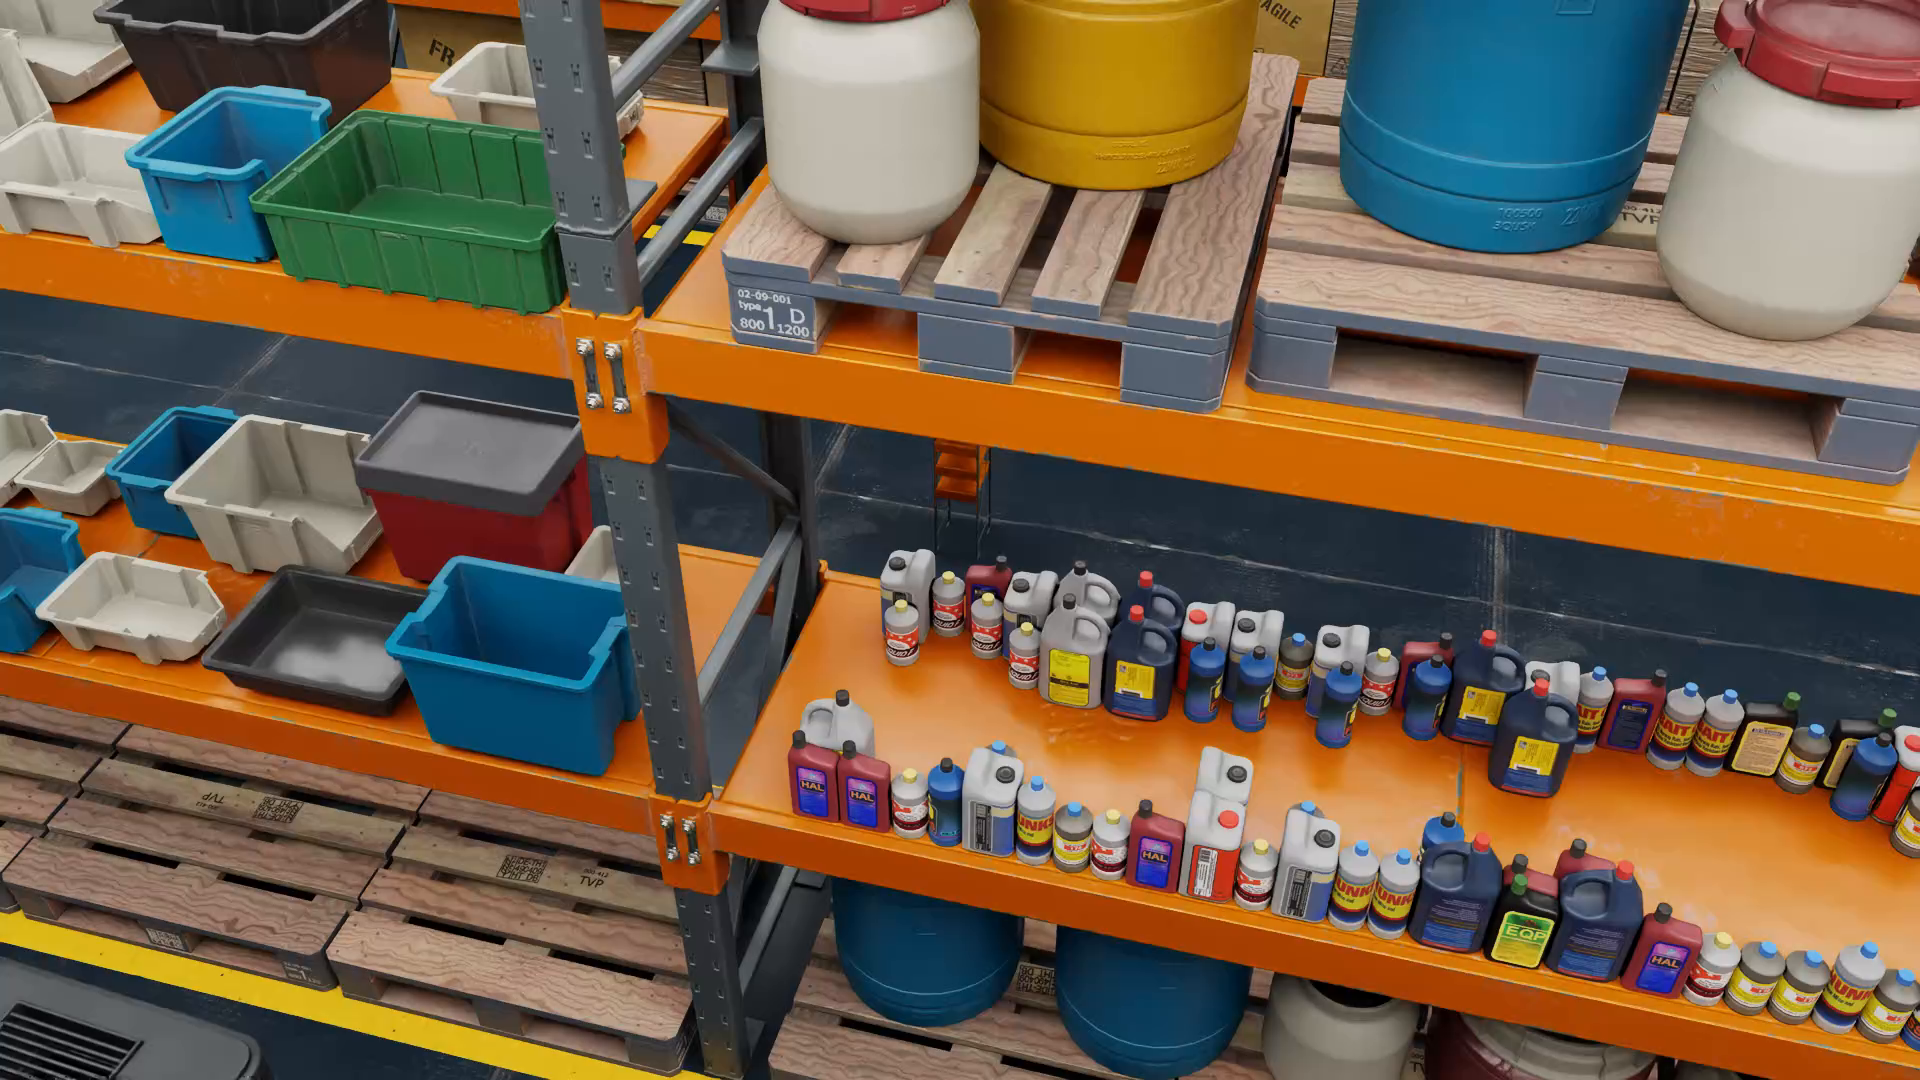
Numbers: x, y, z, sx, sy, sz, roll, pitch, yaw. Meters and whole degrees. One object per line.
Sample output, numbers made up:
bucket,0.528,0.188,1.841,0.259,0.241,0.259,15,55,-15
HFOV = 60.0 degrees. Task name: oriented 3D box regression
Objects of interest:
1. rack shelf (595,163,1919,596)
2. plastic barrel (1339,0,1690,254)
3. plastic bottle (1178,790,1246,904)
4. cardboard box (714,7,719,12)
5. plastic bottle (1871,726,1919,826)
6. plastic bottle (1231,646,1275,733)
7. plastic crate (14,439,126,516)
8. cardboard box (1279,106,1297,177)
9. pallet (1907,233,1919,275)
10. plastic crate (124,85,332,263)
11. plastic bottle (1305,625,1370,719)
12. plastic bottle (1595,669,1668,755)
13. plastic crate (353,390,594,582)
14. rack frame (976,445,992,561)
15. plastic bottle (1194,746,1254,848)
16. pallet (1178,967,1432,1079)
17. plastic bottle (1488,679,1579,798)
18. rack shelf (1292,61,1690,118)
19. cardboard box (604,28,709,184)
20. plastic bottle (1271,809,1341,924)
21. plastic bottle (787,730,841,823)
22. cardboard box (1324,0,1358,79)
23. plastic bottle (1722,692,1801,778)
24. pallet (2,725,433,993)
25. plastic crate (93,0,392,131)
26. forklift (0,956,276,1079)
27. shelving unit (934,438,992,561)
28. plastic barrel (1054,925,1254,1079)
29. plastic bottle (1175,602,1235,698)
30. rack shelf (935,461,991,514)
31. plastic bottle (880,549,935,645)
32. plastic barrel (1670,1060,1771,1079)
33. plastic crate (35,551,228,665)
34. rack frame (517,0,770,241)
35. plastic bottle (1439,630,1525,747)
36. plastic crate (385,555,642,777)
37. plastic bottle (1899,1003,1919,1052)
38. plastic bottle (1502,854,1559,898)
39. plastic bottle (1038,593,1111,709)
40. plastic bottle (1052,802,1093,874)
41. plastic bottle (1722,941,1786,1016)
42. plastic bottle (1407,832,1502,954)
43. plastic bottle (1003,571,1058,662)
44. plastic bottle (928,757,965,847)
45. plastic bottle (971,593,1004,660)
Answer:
rack shelf,1.316,-0.305,3.508,4.000,0.370,1.077,10,41,11
plastic barrel,1.072,-1.077,3.151,0.708,0.901,0.600,10,41,11
plastic bottle,0.627,0.751,4.120,0.135,0.276,0.152,10,41,11
cardboard box,-1.202,-2.849,8.505,0.250,0.149,0.380,10,41,12
plastic bottle,2.466,0.599,4.301,0.135,0.276,0.152,10,41,11
plastic bottle,0.804,0.397,4.545,0.097,0.271,0.097,0,40,0
plastic crate,-2.804,-0.202,5.317,0.250,0.136,0.298,10,41,11
cardboard box,1.287,-2.094,8.737,0.875,0.875,1.225,10,41,12
pallet,2.534,-0.363,3.165,1.213,0.211,1.003,10,41,11
plastic crate,-1.578,-0.802,3.670,0.300,0.233,0.416,10,41,11
plastic bottle,1.042,0.354,4.593,0.135,0.276,0.152,10,41,11
plastic bottle,1.809,0.452,4.470,0.133,0.283,0.061,10,41,11
plastic crate,-1.414,-0.116,4.959,0.583,0.464,0.402,10,41,11
rack frame,0.102,-0.442,6.843,0.006,1.200,0.240,10,41,11
plastic bottle,0.666,0.656,4.232,0.135,0.276,0.152,10,41,11
pallet,1.300,1.659,5.110,1.213,0.211,1.003,10,41,11
plastic bottle,1.511,0.504,4.356,0.185,0.351,0.144,10,41,11
rack shelf,2.596,-2.233,8.136,4.000,0.370,1.077,10,41,11
cardboard box,-1.682,-2.645,9.393,0.875,0.875,0.875,10,41,11
plastic bottle,0.851,0.790,4.074,0.135,0.276,0.152,10,41,11
plastic bottle,-0.372,0.607,4.286,0.133,0.283,0.061,10,41,11
cardboard box,2.013,-2.481,7.794,0.500,0.500,0.500,9,41,10
plastic bottle,2.126,0.507,4.405,0.133,0.283,0.061,10,41,11
pallet,-2.519,1.004,5.890,1.213,0.211,1.003,10,41,11
plastic crate,-1.746,-1.240,4.163,0.590,0.269,0.497,10,41,11
forklift,-1.630,1.774,2.859,3.031,2.935,1.130,12,42,14
shelving unit,0.014,-0.457,6.861,0.189,1.200,0.258,10,41,11
plastic barrel,0.589,1.097,4.916,0.708,0.901,0.600,10,41,11
plastic bottle,0.688,0.293,4.666,0.135,0.276,0.152,10,41,11
rack shelf,0.014,-0.239,7.044,0.180,0.103,0.258,10,41,11
plastic bottle,-0.152,0.148,4.838,0.135,0.276,0.152,10,41,11
plastic barrel,2.202,1.584,4.640,0.421,0.512,0.421,0,40,0
plastic crate,-2.376,0.211,4.825,0.466,0.136,0.293,10,41,11
rack frame,-0.616,-2.061,2.707,0.127,3.000,1.000,10,41,11
plastic bottle,1.420,0.387,4.495,0.185,0.351,0.144,10,41,11
plastic crate,-1.156,0.353,4.463,0.575,0.384,0.392,10,41,11
plastic bottle,2.229,1.047,3.771,0.097,0.271,0.097,0,40,0
plastic bottle,1.351,0.863,3.981,0.133,0.283,0.061,10,41,11
plastic bottle,0.319,0.294,4.606,0.185,0.351,0.144,10,41,11
plastic bottle,0.285,0.739,4.192,0.097,0.201,0.097,0,40,0
plastic bottle,1.853,1.009,3.871,0.097,0.201,0.097,0,40,0
plastic bottle,1.192,0.822,3.977,0.185,0.351,0.144,10,41,11
plastic bottle,0.201,0.209,4.765,0.135,0.276,0.152,10,41,11
plastic bottle,-0.033,0.657,4.235,0.097,0.271,0.097,0,40,0
plastic bottle,0.080,0.239,4.788,0.097,0.201,0.097,0,40,0
